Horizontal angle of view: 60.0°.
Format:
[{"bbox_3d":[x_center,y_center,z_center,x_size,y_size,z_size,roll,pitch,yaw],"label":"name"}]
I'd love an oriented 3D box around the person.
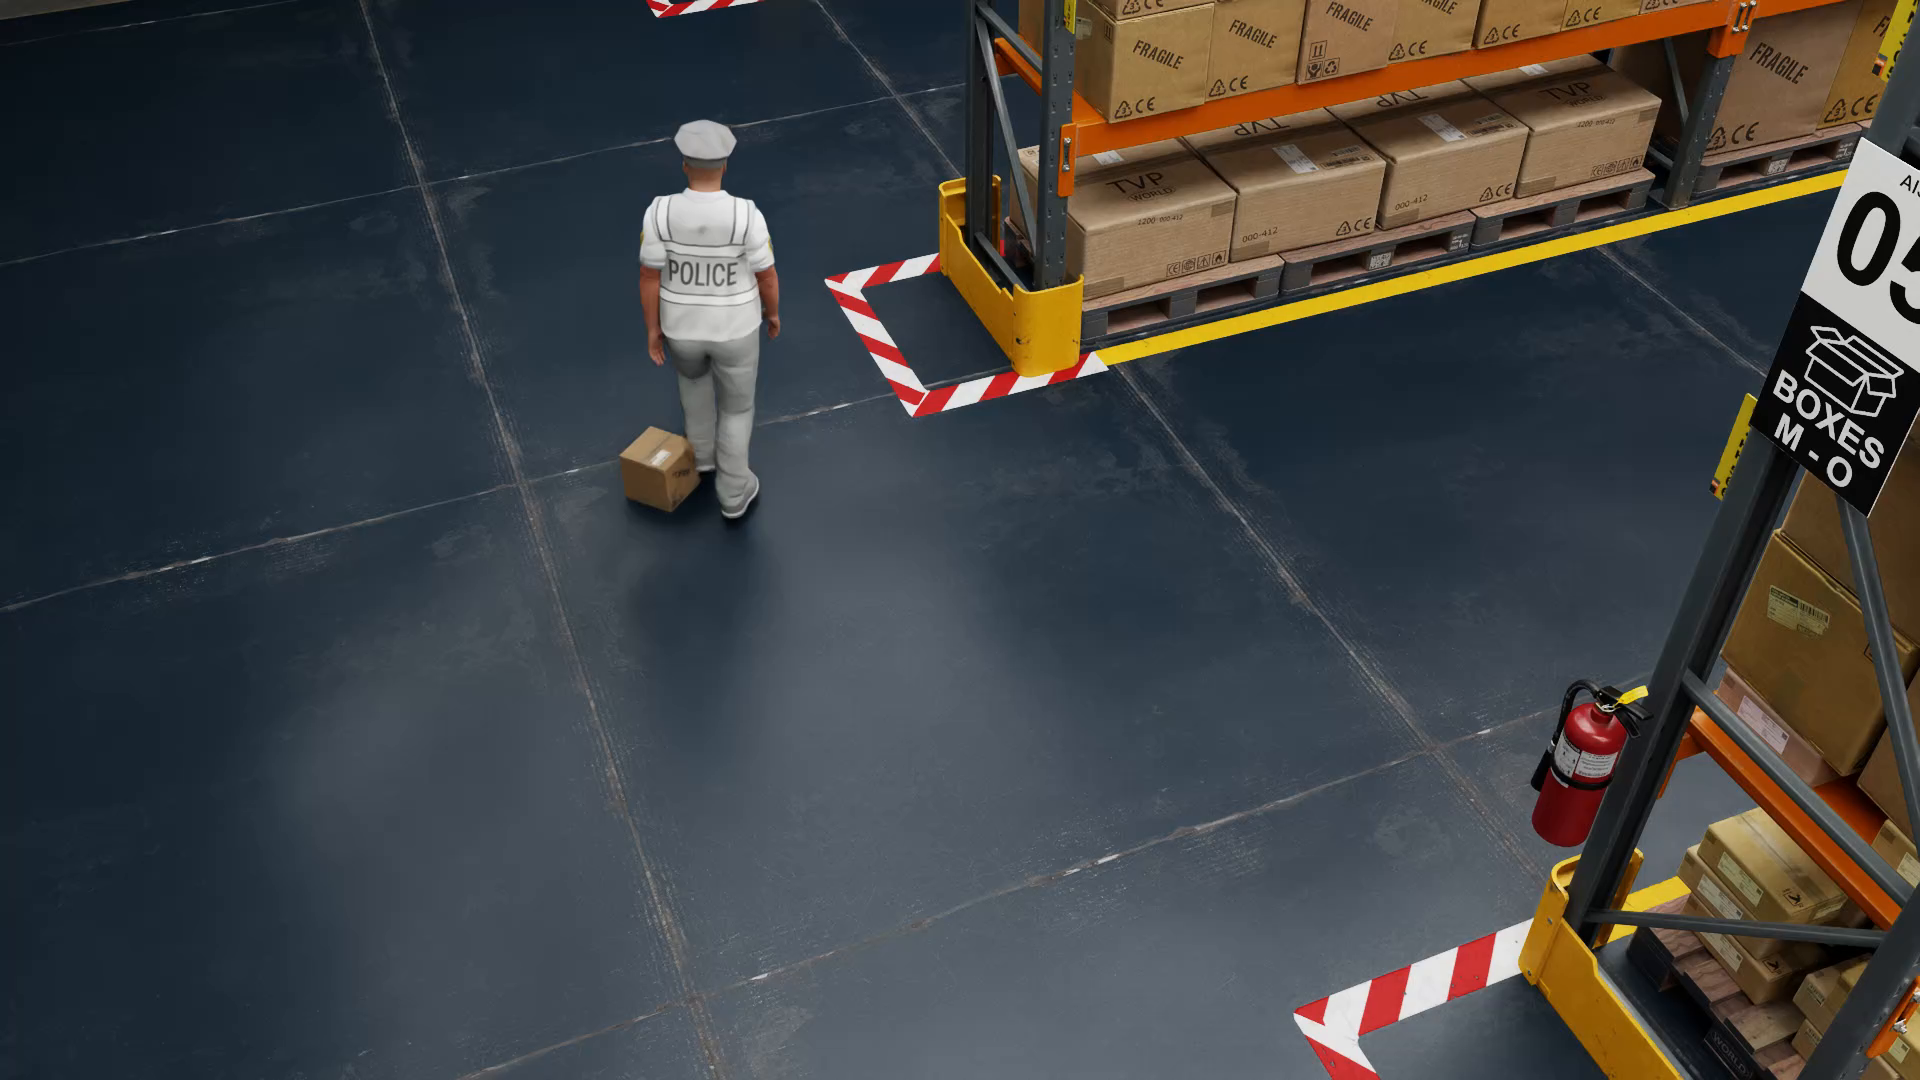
[{"bbox_3d":[-1.068,-0.875,7.175,0.562,1.814,0.557,4,42,4],"label":"person"}]
